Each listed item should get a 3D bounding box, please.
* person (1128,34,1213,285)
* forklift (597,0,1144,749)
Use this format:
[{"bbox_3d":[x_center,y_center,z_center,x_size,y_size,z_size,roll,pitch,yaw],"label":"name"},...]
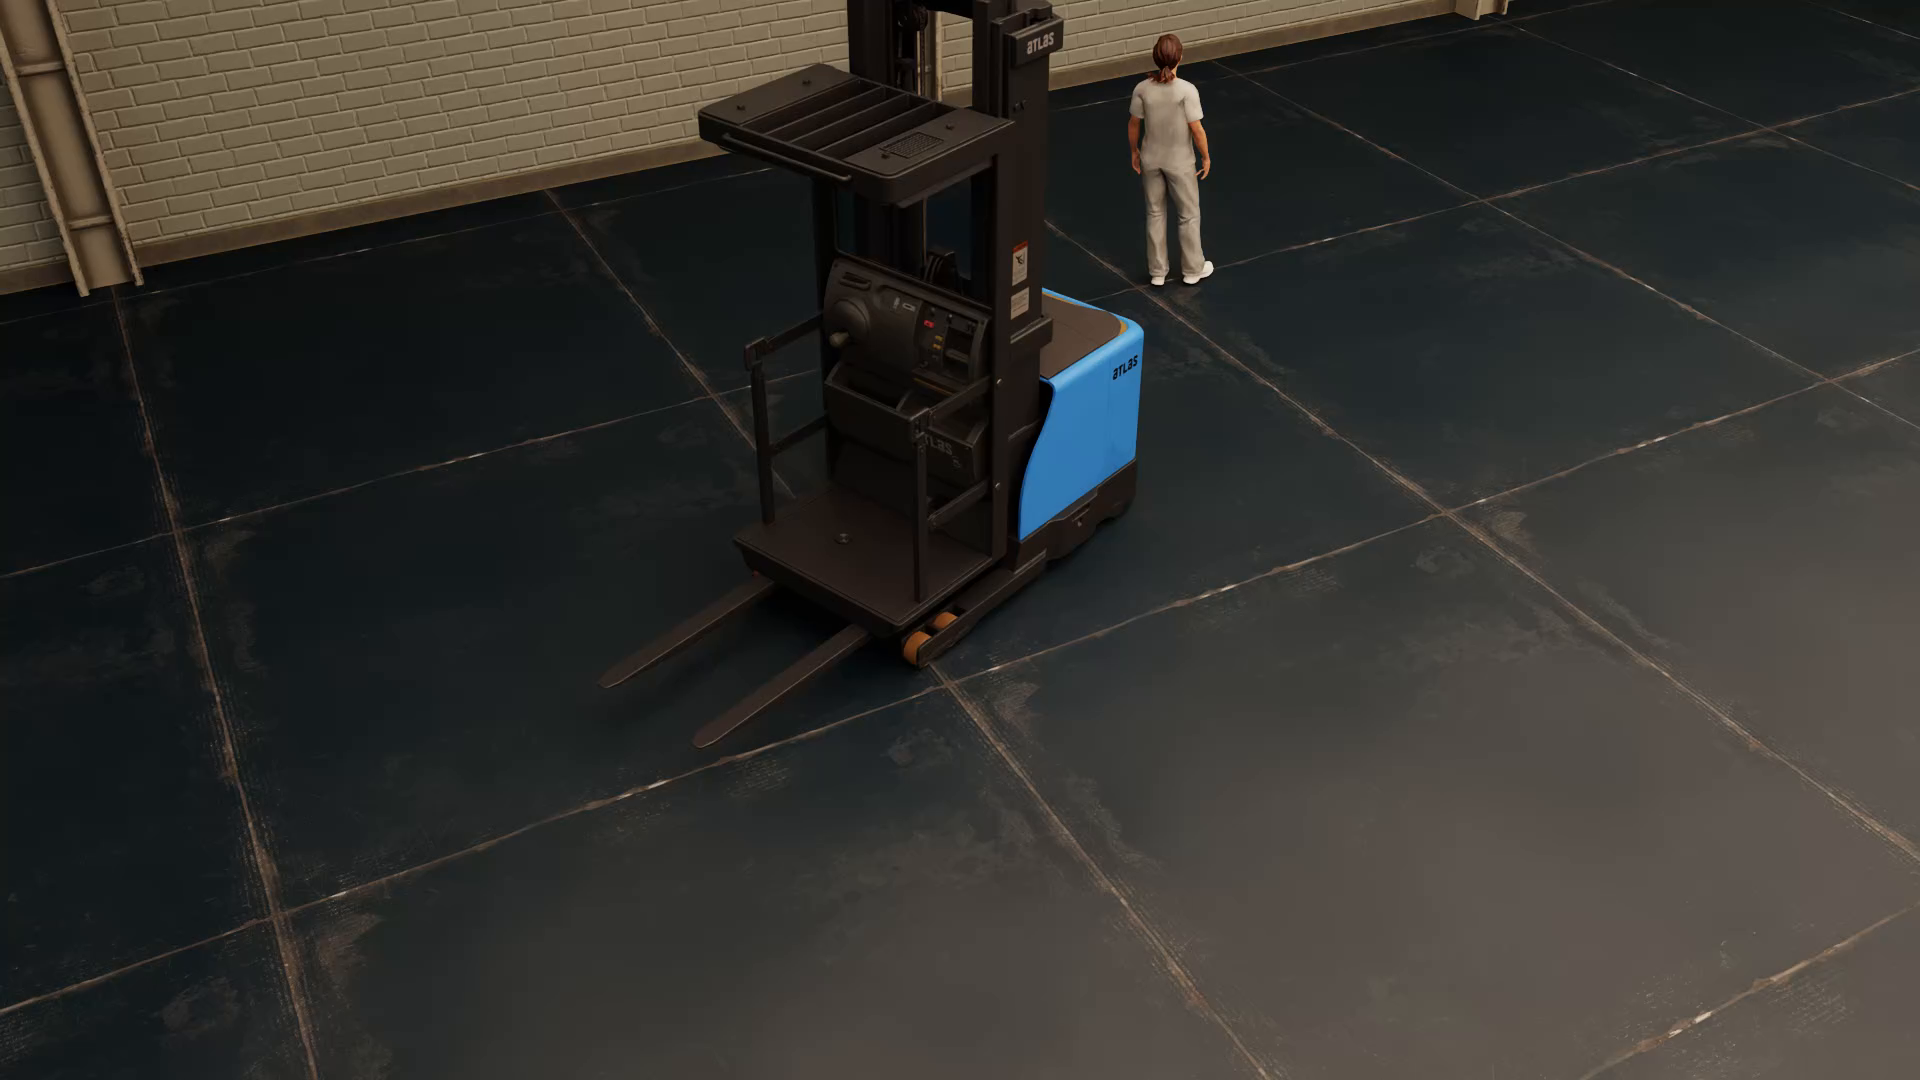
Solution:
[{"bbox_3d":[1.359,-2.436,10.644,0.550,1.673,0.548,15,38,21],"label":"person"},{"bbox_3d":[-0.390,-0.927,7.434,1.130,2.935,3.031,26,43,31],"label":"forklift"}]
